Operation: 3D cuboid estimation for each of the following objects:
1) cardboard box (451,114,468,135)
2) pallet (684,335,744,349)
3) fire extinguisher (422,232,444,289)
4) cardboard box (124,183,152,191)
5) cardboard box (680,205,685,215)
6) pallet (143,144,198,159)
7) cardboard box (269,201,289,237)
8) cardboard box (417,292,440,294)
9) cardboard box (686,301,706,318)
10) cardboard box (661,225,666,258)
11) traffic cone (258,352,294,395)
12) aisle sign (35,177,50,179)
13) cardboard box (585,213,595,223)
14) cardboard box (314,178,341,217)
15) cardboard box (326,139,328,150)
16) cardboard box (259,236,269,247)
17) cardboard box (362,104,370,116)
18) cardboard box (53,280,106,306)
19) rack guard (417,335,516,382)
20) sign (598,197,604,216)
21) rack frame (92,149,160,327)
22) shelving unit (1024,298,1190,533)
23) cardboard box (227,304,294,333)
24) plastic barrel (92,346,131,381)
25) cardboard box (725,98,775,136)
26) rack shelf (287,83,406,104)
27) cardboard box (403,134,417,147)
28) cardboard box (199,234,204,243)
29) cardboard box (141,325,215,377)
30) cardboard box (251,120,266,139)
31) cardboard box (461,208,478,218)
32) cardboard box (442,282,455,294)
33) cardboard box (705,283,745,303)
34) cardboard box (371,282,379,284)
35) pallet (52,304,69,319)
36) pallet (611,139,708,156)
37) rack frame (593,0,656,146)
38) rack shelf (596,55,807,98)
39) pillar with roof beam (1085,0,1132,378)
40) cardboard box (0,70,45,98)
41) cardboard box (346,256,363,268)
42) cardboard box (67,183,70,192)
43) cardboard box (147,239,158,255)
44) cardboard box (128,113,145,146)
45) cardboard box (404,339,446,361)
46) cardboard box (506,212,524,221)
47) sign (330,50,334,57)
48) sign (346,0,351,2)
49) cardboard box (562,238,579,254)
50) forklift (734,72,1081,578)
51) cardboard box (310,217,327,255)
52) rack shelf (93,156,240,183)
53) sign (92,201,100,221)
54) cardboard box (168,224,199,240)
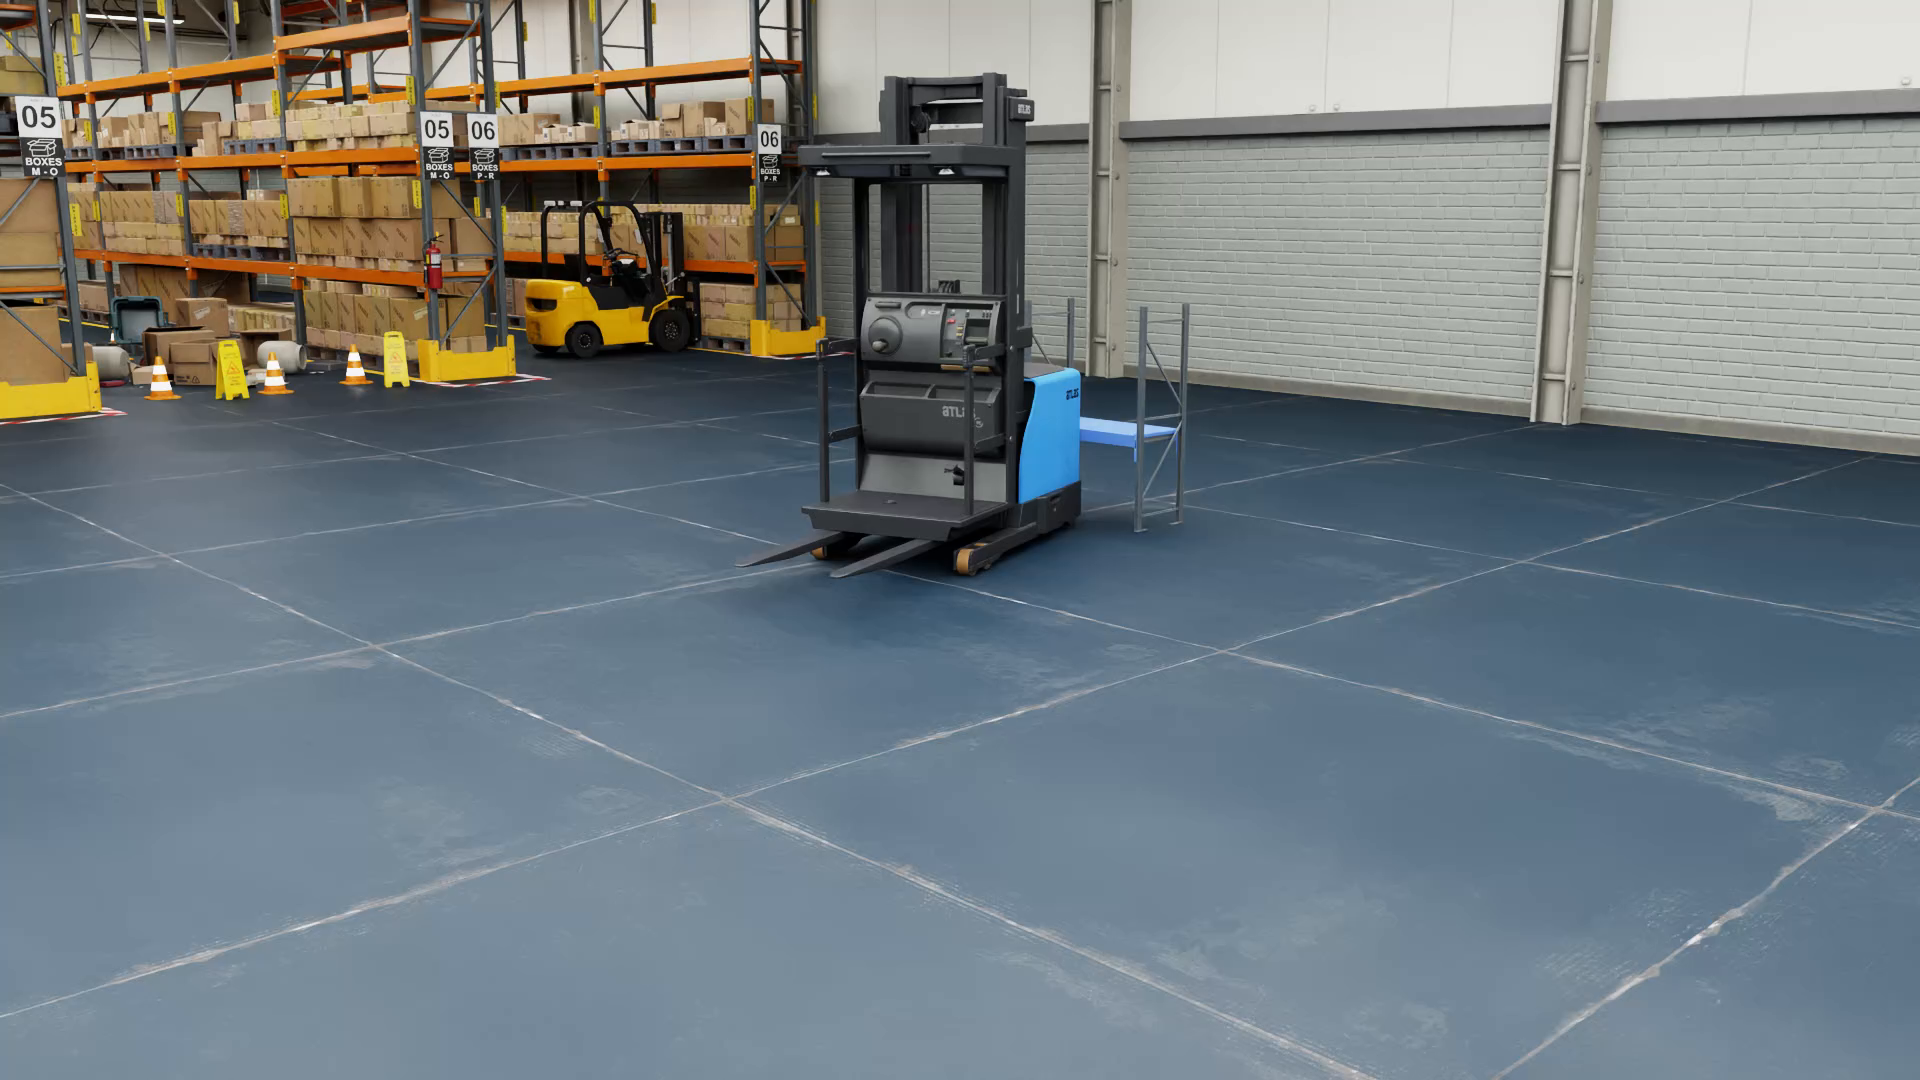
[{"bbox_3d":[-6.233,-5.138,20.617,0.500,0.250,0.500,-11,16,-44],"label":"cardboard box"},{"bbox_3d":[-3.888,-3.096,25.417,1.003,0.211,1.213,-11,16,-43],"label":"pallet"},{"bbox_3d":[-6.333,-3.367,20.014,0.296,0.674,0.183,-11,16,-43],"label":"fire extinguisher"},{"bbox_3d":[-14.396,-6.176,29.122,0.380,0.149,0.250,-11,16,-43],"label":"cardboard box"},{"bbox_3d":[-3.955,-4.937,24.847,0.380,0.149,0.250,-11,16,-42],"label":"cardboard box"},{"bbox_3d":[-12.086,-6.117,26.202,1.213,0.211,1.003,-10,15,-40],"label":"pallet"},{"bbox_3d":[-9.326,-4.506,23.322,0.500,0.500,0.500,-11,16,-44],"label":"cardboard box"},{"bbox_3d":[-7.157,-3.022,22.061,0.500,0.500,0.500,-10,16,-41],"label":"cardboard box"},{"bbox_3d":[-3.764,-3.457,24.791,0.500,0.250,0.500,-11,16,-44],"label":"cardboard box"},{"bbox_3d":[-4.414,-4.562,25.375,0.500,0.500,0.500,-11,16,-43],"label":"cardboard box"},{"bbox_3d":[-7.877,-1.922,19.095,0.336,0.463,0.334,-11,16,-43],"label":"traffic cone"},{"bbox_3d":[-17.387,-7.065,31.325,0.394,0.787,0.004,-11,16,-43],"label":"aisle sign"},{"bbox_3d":[-5.841,-5.183,26.779,0.380,0.149,0.250,-11,16,-43],"label":"cardboard box"},{"bbox_3d":[-8.030,-4.505,21.882,0.700,0.500,0.500,-11,16,-44],"label":"cardboard box"},{"bbox_3d":[-8.091,-5.187,21.843,0.250,0.149,0.380,11,16,43],"label":"cardboard box"},{"bbox_3d":[-9.769,-4.263,23.750,0.380,0.149,0.250,-11,16,-43],"label":"cardboard box"},{"bbox_3d":[-7.329,-5.431,21.054,0.250,0.149,0.380,11,16,44],"label":"cardboard box"},{"bbox_3d":[-16.600,-4.690,31.549,0.875,0.438,0.875,11,16,43],"label":"cardboard box"},{"bbox_3d":[-6.131,-2.273,20.705,1.175,0.500,0.348,-11,16,-43],"label":"rack guard"},{"bbox_3d":[-5.639,-5.213,26.109,0.100,0.325,0.005,-11,16,-43],"label":"sign"},{"bbox_3d":[-14.366,-5.237,28.899,1.000,3.000,0.127,-11,16,-43],"label":"rack frame"},{"bbox_3d":[0.993,-0.892,11.513,1.048,1.500,0.538,11,16,43],"label":"shelving unit"},{"bbox_3d":[-10.705,-3.382,25.364,0.950,0.372,0.625,-11,16,-44],"label":"cardboard box"},{"bbox_3d":[-10.458,-2.152,20.306,0.512,0.421,0.421,-1,12,-4],"label":"plastic barrel"},{"bbox_3d":[-2.973,-5.982,23.542,0.500,0.500,0.500,-10,15,-41],"label":"cardboard box"},{"bbox_3d":[-12.159,-8.806,33.143,1.077,0.370,4.000,-11,16,-43],"label":"rack shelf"},{"bbox_3d":[-6.527,-4.845,20.185,0.380,0.149,0.250,-11,16,-42],"label":"cardboard box"},{"bbox_3d":[-11.513,-4.663,25.693,0.250,0.149,0.380,11,16,42],"label":"cardboard box"},{"bbox_3d":[-9.775,-2.369,20.826,0.797,0.637,0.503,-11,16,-43],"label":"cardboard box"},{"bbox_3d":[-9.695,-5.811,23.580,0.500,0.250,0.500,-11,16,-42],"label":"cardboard box"},{"bbox_3d":[-9.277,-5.815,30.404,0.637,0.503,0.797,11,16,44],"label":"cardboard box"},{"bbox_3d":[-9.165,-4.510,30.520,0.500,0.500,0.500,-10,15,-40],"label":"cardboard box"},{"bbox_3d":[-3.392,-3.624,24.366,0.500,0.250,0.500,-11,16,-42],"label":"cardboard box"},{"bbox_3d":[-11.908,-5.111,33.438,0.500,0.500,0.700,11,16,43],"label":"cardboard box"},{"bbox_3d":[-16.519,-4.350,31.501,1.003,0.211,1.213,-11,16,-43],"label":"pallet"},{"bbox_3d":[-4.646,-6.067,25.712,1.003,0.211,1.213,-11,16,-43],"label":"pallet"},{"bbox_3d":[-5.254,-7.700,25.987,1.000,3.000,0.127,-11,16,-43],"label":"rack frame"},{"bbox_3d":[-3.872,-6.860,24.683,1.077,0.370,4.000,-11,16,-43],"label":"rack shelf"},{"bbox_3d":[-1.290,-5.868,17.094,9.100,9.000,0.400,-11,16,-43],"label":"pillar with roof beam"},{"bbox_3d":[-9.737,-4.684,17.124,0.500,0.250,0.500,-11,16,-43],"label":"cardboard box"},{"bbox_3d":[-7.785,-3.635,21.745,0.380,0.149,0.250,-11,16,-43],"label":"cardboard box"},{"bbox_3d":[-15.826,-6.324,29.838,0.380,0.149,0.250,-11,16,-43],"label":"cardboard box"},{"bbox_3d":[-12.841,-4.766,26.982,0.500,0.250,0.500,-11,16,-43],"label":"cardboard box"},{"bbox_3d":[-13.030,-6.594,26.763,0.500,0.500,0.500,-11,16,-42],"label":"cardboard box"},{"bbox_3d":[-6.848,-2.429,21.041,0.500,0.250,0.500,-11,16,-43],"label":"cardboard box"},{"bbox_3d":[-7.628,-5.552,28.572,0.380,0.149,0.250,-10,16,-41],"label":"cardboard box"},{"bbox_3d":[-13.125,-10.061,34.738,0.100,0.325,0.005,-11,16,-43],"label":"sign"},{"bbox_3d":[-8.436,-7.577,22.879,0.100,0.325,0.005,-11,16,-43],"label":"sign"},{"bbox_3d":[-6.142,-4.798,27.140,0.500,0.250,0.500,-11,16,-43],"label":"cardboard box"},{"bbox_3d":[-0.275,-1.323,10.068,1.130,2.935,3.031,6,13,26],"label":"forklift"},{"bbox_3d":[-8.375,-4.091,22.352,0.500,0.500,0.500,-11,16,-43],"label":"cardboard box"},{"bbox_3d":[-12.985,-6.062,27.252,1.077,0.370,4.000,-11,16,-43],"label":"rack shelf"},{"bbox_3d":[-14.766,-5.623,28.427,0.100,0.325,0.005,-11,16,-43],"label":"sign"},{"bbox_3d":[-12.122,-4.860,26.202,0.500,0.250,0.500,-11,16,-43],"label":"cardboard box"}]
